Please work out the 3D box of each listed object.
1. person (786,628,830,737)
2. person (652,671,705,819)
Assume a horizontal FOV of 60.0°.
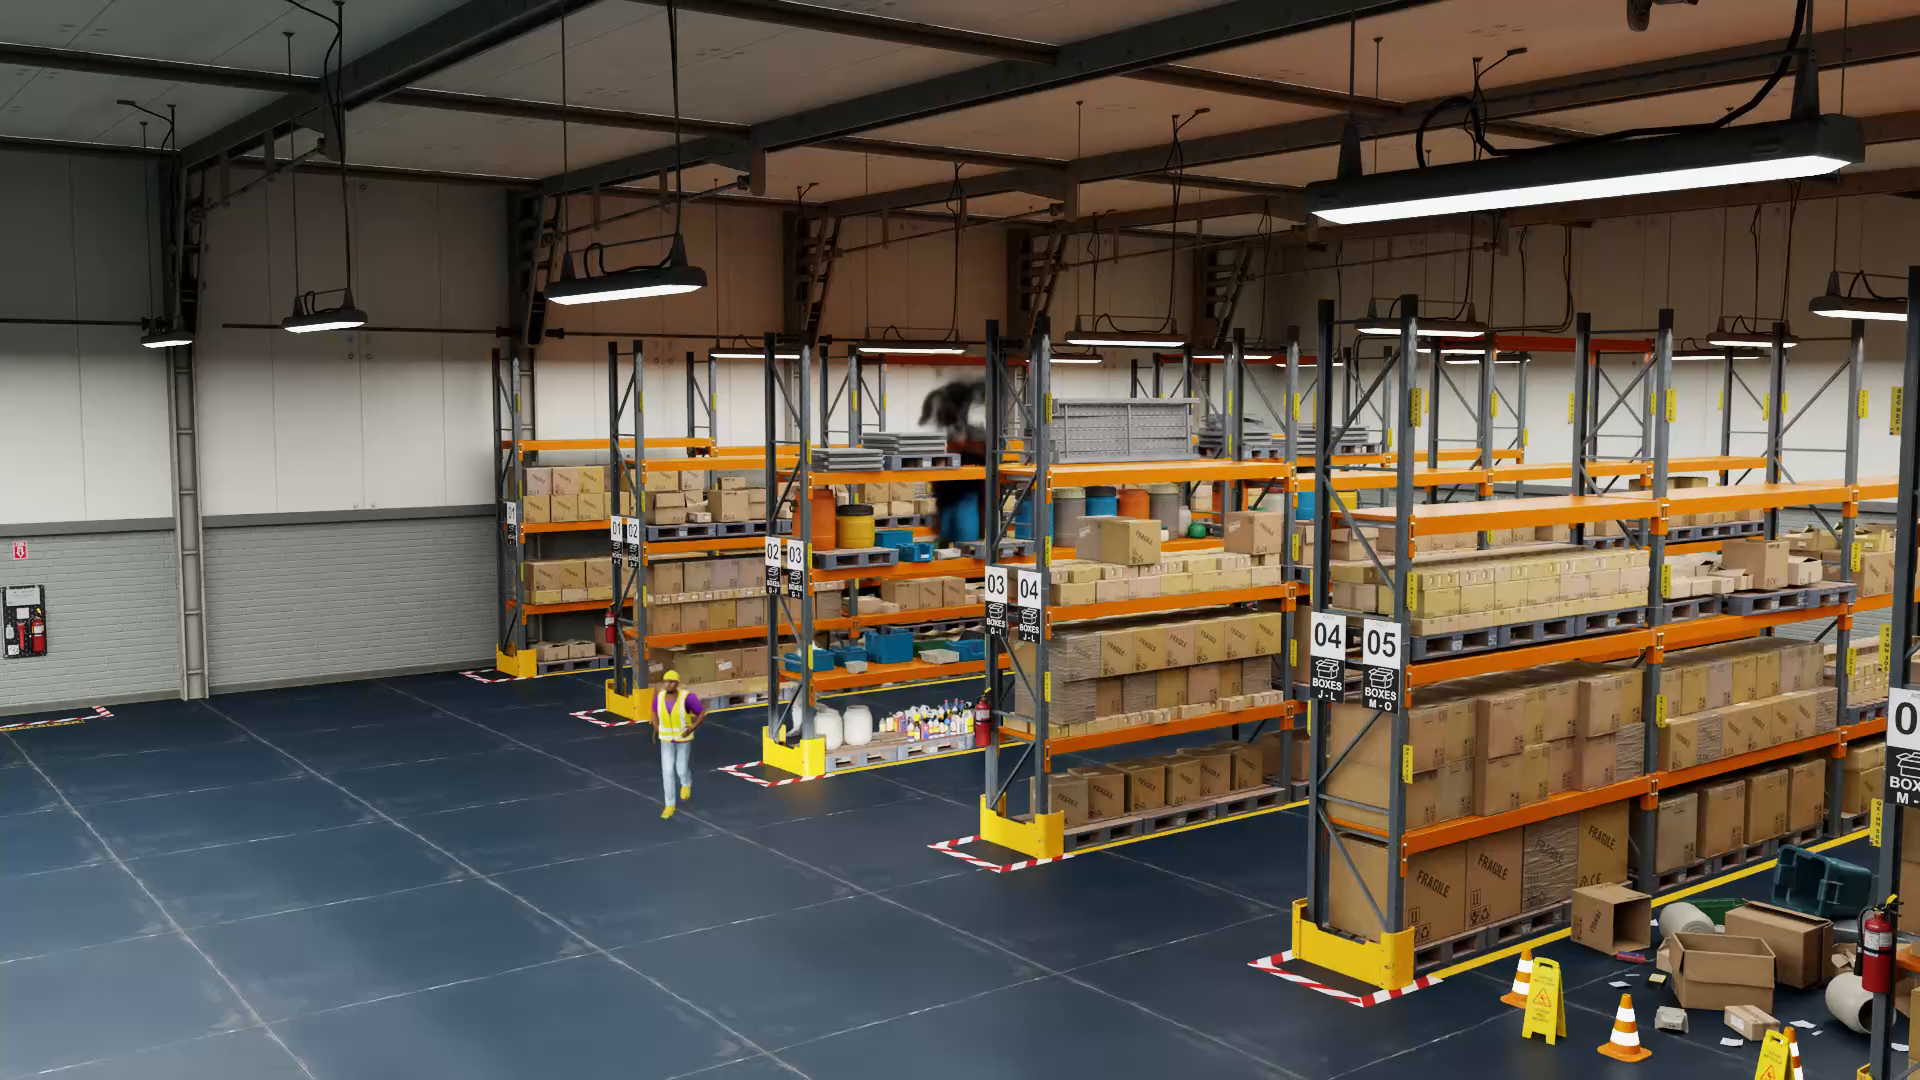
[{"bbox_3d":[-2.292,2.109,25.172,0.876,1.671,0.642,-4,7,-41],"label":"person"},{"bbox_3d":[-3.491,2.477,20.597,0.692,1.780,0.848,0,5,4],"label":"person"}]
